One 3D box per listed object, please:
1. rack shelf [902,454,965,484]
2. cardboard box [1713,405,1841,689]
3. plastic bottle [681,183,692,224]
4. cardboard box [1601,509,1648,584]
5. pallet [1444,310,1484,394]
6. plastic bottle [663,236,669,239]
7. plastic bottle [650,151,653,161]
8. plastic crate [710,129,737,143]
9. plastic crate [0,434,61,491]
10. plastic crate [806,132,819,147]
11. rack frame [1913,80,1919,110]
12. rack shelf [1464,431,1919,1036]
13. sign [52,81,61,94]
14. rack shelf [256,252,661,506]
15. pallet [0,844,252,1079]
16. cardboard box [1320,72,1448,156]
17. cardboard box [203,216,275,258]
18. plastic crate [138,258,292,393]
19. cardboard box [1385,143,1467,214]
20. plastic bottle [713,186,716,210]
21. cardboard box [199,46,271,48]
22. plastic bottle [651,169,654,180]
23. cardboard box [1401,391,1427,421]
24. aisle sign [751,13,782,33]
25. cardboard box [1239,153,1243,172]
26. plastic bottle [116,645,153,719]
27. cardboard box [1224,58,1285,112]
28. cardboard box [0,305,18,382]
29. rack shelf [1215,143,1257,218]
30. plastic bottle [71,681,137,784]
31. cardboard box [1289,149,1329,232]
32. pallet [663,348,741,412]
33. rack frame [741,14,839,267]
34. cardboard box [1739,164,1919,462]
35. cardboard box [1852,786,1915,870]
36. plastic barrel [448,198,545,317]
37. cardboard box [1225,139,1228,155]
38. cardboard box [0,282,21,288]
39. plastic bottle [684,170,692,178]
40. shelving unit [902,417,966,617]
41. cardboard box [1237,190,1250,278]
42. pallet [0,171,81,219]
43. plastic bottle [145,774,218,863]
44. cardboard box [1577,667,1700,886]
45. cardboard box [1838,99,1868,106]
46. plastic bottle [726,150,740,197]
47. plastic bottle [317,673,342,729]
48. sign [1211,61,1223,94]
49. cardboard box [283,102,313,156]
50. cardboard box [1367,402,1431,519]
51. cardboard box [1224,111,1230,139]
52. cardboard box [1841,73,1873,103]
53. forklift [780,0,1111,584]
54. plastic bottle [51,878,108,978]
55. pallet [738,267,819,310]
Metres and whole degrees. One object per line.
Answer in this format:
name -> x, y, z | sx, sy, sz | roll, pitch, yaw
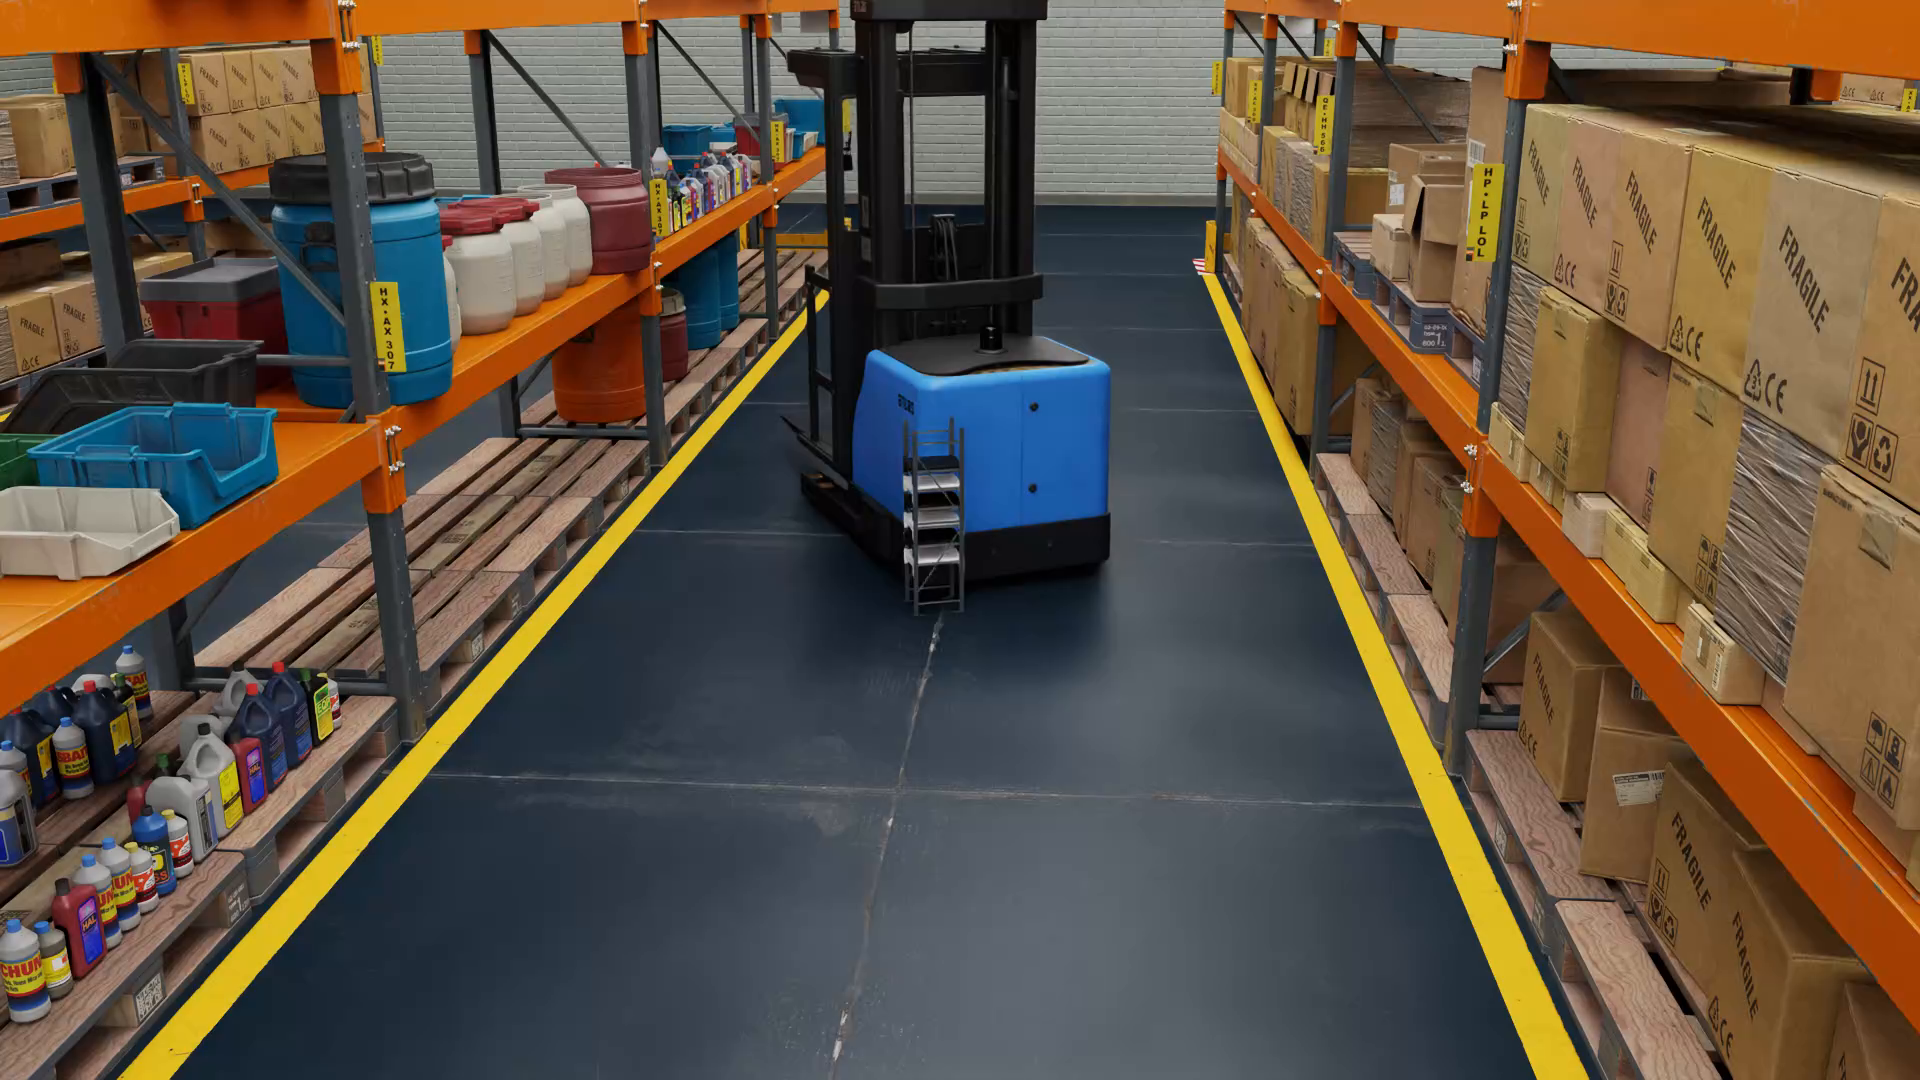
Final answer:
rack shelf -> -0.122, -0.332, 7.729 | 0.258, 0.077, 0.200 | -4, 19, -13
cardboard box -> 2.102, 0.028, 3.381 | 0.875, 0.500, 0.500 | 1, 18, 4
plastic bottle -> -1.872, -2.284, 11.282 | 0.097, 0.271, 0.097 | 0, 18, 0
cardboard box -> 1.946, 0.026, 4.431 | 0.380, 0.149, 0.250 | 1, 18, 4
pallet -> 2.526, -0.685, 6.506 | 1.003, 0.211, 1.213 | 1, 18, 4
plastic bottle -> -1.905, -2.068, 10.605 | 0.061, 0.283, 0.133 | 1, 18, 4
plastic bottle -> -2.492, -2.978, 13.381 | 0.061, 0.283, 0.133 | 1, 18, 4
plastic crate -> -2.216, -3.757, 15.745 | 0.416, 0.233, 0.300 | 1, 18, 4
plastic crate -> -2.993, -0.137, 4.864 | 0.450, 0.188, 0.662 | 1, 18, 4
plastic crate -> -1.631, -4.026, 16.719 | 0.396, 0.136, 0.243 | 1, 18, 4
rack frame -> 7.840, -2.885, 12.910 | 1.000, 3.000, 0.127 | 1, 18, 4
rack shelf -> 2.183, 0.421, 3.978 | 1.077, 0.370, 4.000 | 1, 18, 4
sign -> -7.522, -3.671, 13.917 | 0.100, 0.325, 0.005 | 1, 18, 4
rack shelf -> -2.470, -0.932, 8.106 | 1.077, 0.370, 4.000 | 1, 18, 4
pallet -> -2.788, 1.260, 4.740 | 1.003, 0.211, 1.213 | 1, 18, 4
cardboard box -> 2.731, -2.738, 10.690 | 0.797, 0.503, 0.637 | 2, 18, 5
cardboard box -> -6.851, -2.856, 16.124 | 0.797, 0.503, 0.637 | 1, 18, 4
plastic crate -> -2.884, -0.841, 6.569 | 0.402, 0.464, 0.583 | 1, 18, 4
cardboard box -> 2.614, -1.863, 8.957 | 0.500, 0.500, 0.500 | -1, 18, -3
plastic bottle -> -1.816, -2.493, 12.033 | 0.097, 0.201, 0.097 | 0, 18, 0
cardboard box -> -7.059, -4.565, 16.270 | 0.500, 0.500, 0.500 | 2, 18, 5
plastic bottle -> -2.368, -2.652, 12.400 | 0.152, 0.276, 0.135 | 1, 18, 4
cardboard box -> 2.567, -0.789, 8.616 | 0.500, 0.250, 0.500 | 3, 18, 10
aisle sign -> -2.045, -5.644, 17.156 | 0.394, 0.787, 0.004 | 1, 18, 4
cardboard box -> 2.668, -3.329, 14.670 | 0.380, 0.149, 0.250 | 2, 18, 5
plastic bottle -> -3.074, 0.524, 6.183 | 0.097, 0.271, 0.097 | 0, 18, 0
cardboard box -> 2.847, -4.398, 16.085 | 0.500, 0.500, 0.500 | 1, 18, 3
cardboard box -> -6.918, -1.326, 11.460 | 0.500, 0.500, 0.500 | 1, 18, 2
rack shelf -> 3.043, -3.306, 15.352 | 1.077, 0.370, 4.000 | 1, 18, 4
plastic bottle -> -2.942, 0.641, 5.696 | 0.144, 0.351, 0.185 | 1, 18, 4
cardboard box -> 2.477, -2.307, 10.986 | 0.500, 0.500, 0.500 | 1, 18, 2
pallet -> -2.222, -1.194, 12.228 | 1.003, 0.211, 1.213 | 1, 18, 4
rack frame -> -1.754, -4.380, 17.473 | 1.000, 3.000, 0.127 | 1, 18, 4
cardboard box -> 1.901, -0.451, 3.239 | 0.500, 0.500, 0.500 | 1, 18, 4
cardboard box -> 1.873, 0.492, 3.007 | 0.380, 0.149, 0.250 | 1, 18, 4
plastic barrel -> -2.243, -1.372, 8.075 | 0.433, 0.535, 0.433 | 0, 18, 0
cardboard box -> 2.780, -3.807, 16.127 | 0.380, 0.149, 0.250 | 1, 18, 3
cardboard box -> -7.366, -1.648, 12.443 | 0.500, 0.500, 0.500 | 1, 18, 2
plastic bottle -> -1.961, -2.560, 12.125 | 0.097, 0.271, 0.097 | 0, 18, 0
shelving unit -> -0.123, -0.107, 7.803 | 0.258, 0.900, 0.210 | -4, 19, -13
cardboard box -> 3.155, -2.976, 15.926 | 0.875, 0.875, 0.875 | 1, 18, 4
pallet -> -7.133, -2.520, 12.105 | 1.003, 0.211, 1.213 | 1, 18, 4
plastic bottle -> -2.425, 0.849, 5.183 | 0.152, 0.276, 0.135 | 2, 18, 5
cardboard box -> 2.224, 0.747, 5.165 | 0.500, 0.500, 0.500 | 7, 20, 21
cardboard box -> 7.631, -3.392, 13.818 | 0.500, 0.500, 0.500 | 1, 18, 2
plastic bottle -> -1.780, -2.821, 12.796 | 0.144, 0.351, 0.185 | 1, 18, 4
plastic bottle -> -2.329, 0.587, 6.101 | 0.097, 0.201, 0.097 | 0, 18, 0
sign -> 2.634, -4.733, 17.032 | 0.100, 0.325, 0.005 | 1, 18, 4
cardboard box -> -6.566, -3.922, 15.913 | 0.500, 0.500, 0.500 | 1, 18, 3
cardboard box -> 2.558, -0.425, 8.710 | 0.700, 0.500, 0.500 | 0, 18, -1
cardboard box -> 2.852, -4.035, 16.183 | 0.500, 0.250, 0.500 | 1, 18, 3
cardboard box -> 7.636, -3.862, 13.647 | 0.500, 0.500, 0.500 | 1, 18, 2
forklift -> -0.270, -1.599, 9.094 | 1.130, 2.935, 3.031 | -7, 19, -21
plastic bottle -> -2.425, 1.045, 4.572 | 0.061, 0.283, 0.133 | 2, 18, 5
pallet -> -1.942, -2.422, 15.975 | 1.003, 0.211, 1.213 | 1, 18, 4
